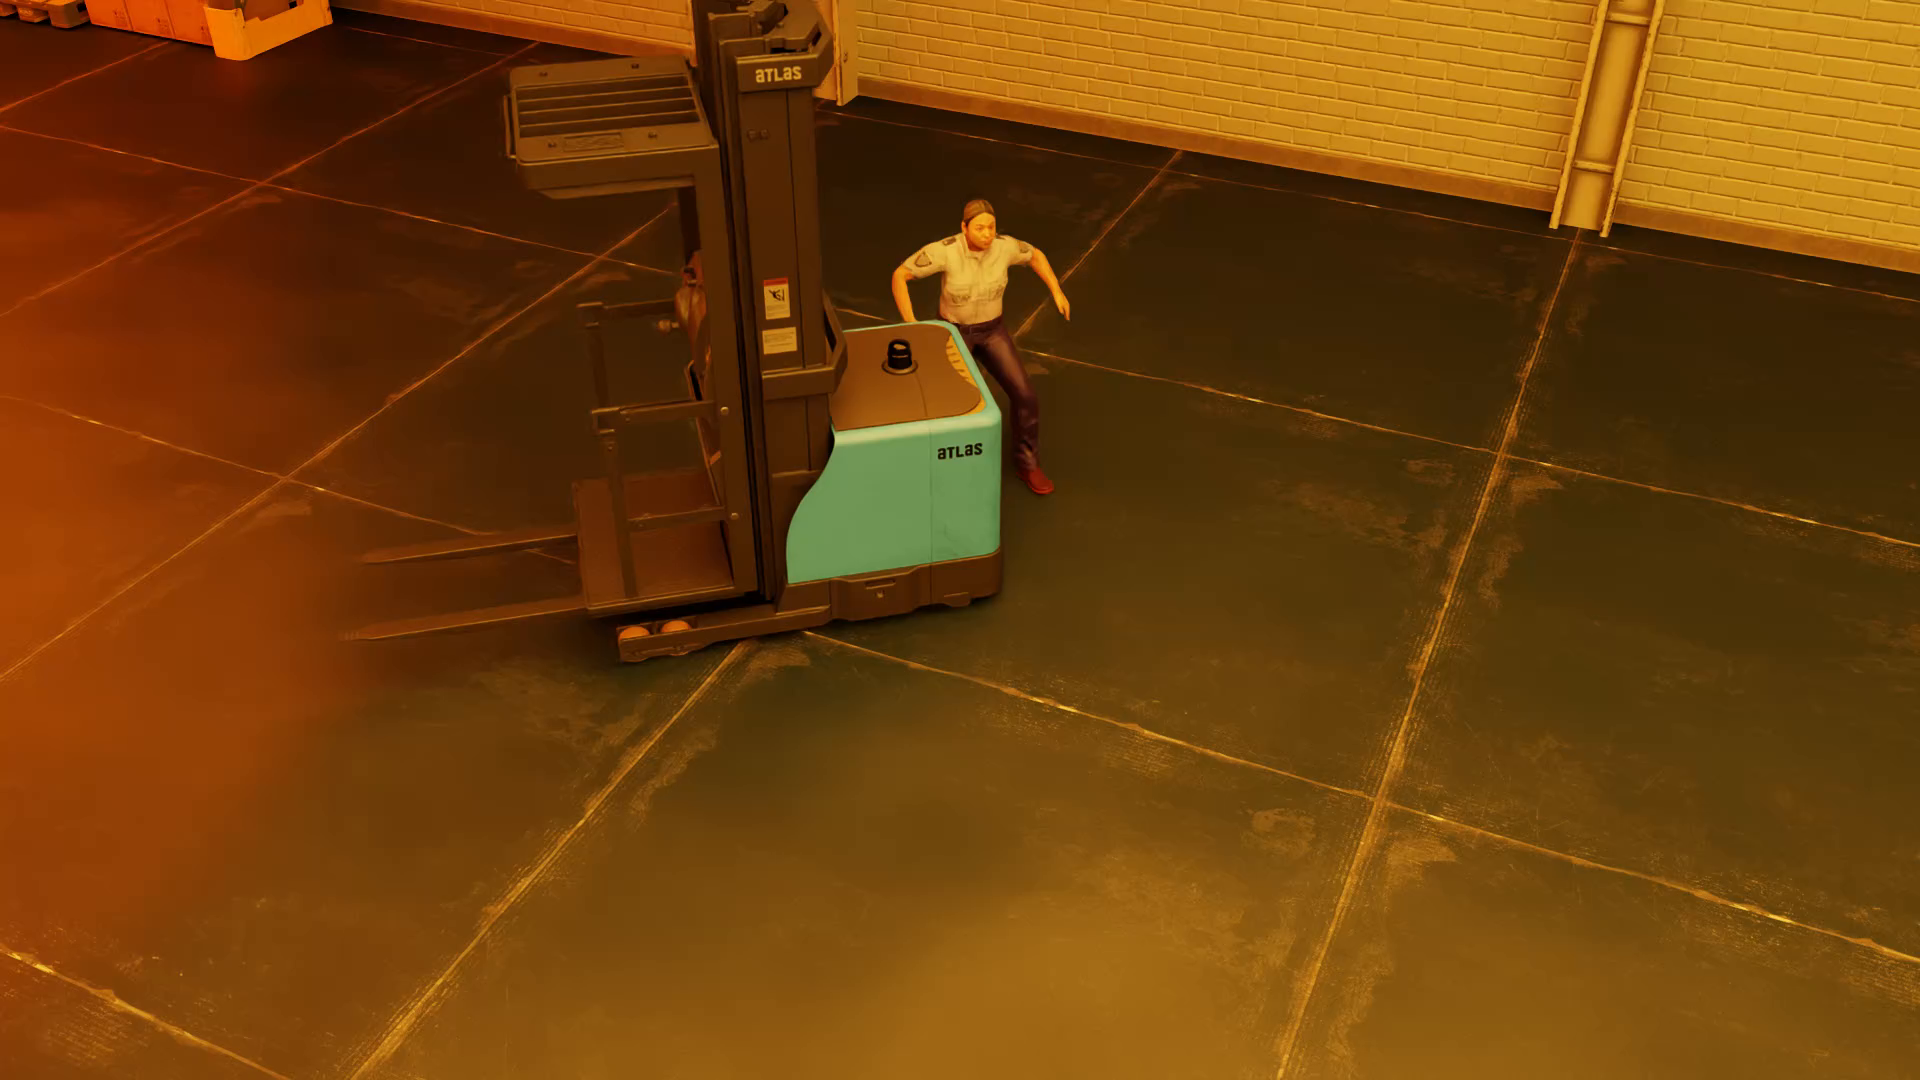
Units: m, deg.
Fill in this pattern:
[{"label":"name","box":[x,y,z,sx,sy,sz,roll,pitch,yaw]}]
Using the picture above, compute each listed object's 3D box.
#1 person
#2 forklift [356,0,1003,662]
[{"label":"person","box":[0.156,-0.999,8.698,0.957,1.518,0.725,-11,37,-16]},{"label":"forklift","box":[-1.367,-0.958,7.430,3.031,2.935,1.130,-8,36,-11]}]
